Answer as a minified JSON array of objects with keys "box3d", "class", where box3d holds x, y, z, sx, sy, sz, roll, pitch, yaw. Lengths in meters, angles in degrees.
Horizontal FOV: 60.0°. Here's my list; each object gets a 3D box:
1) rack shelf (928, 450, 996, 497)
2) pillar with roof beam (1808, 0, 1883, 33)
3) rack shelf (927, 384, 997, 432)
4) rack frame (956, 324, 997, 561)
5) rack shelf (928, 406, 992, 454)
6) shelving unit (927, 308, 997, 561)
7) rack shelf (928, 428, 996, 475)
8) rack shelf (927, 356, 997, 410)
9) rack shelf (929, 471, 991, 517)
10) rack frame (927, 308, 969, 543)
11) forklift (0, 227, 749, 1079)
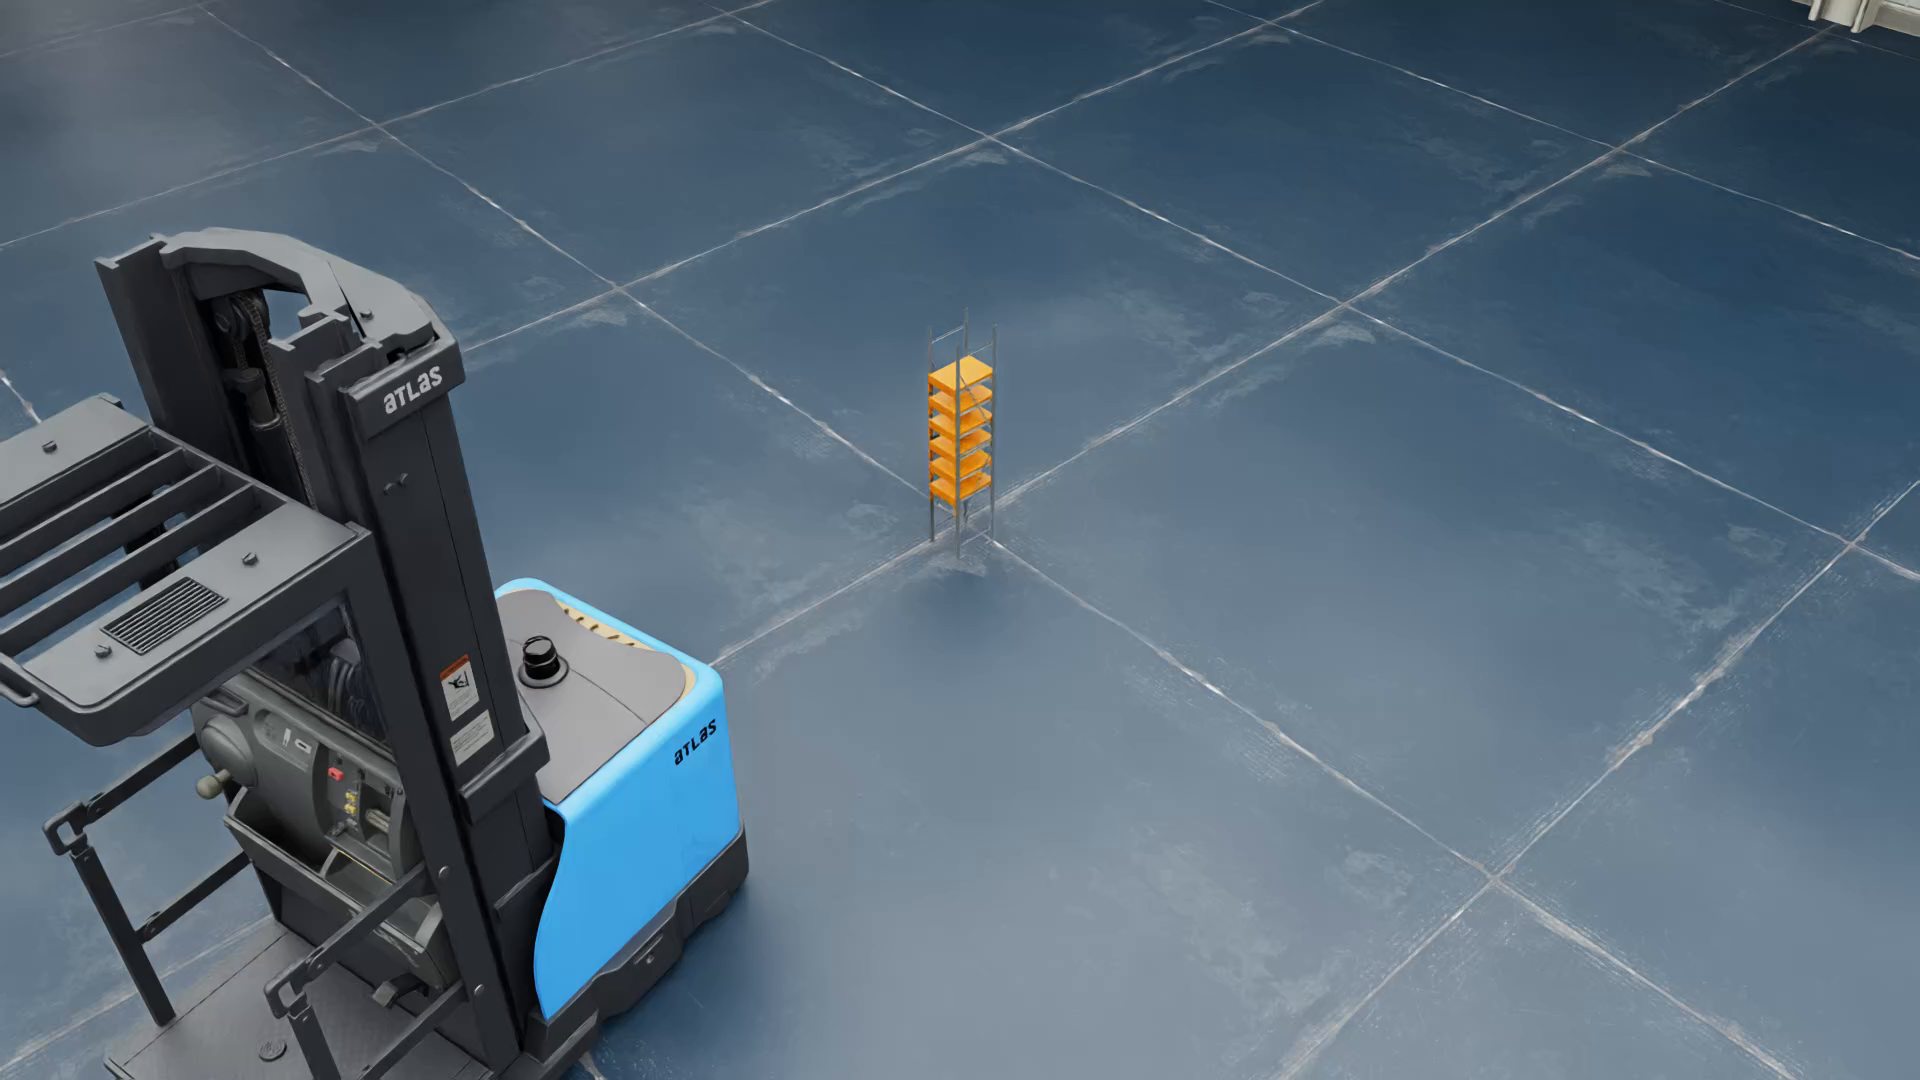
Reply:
[{"box3d":[0.010,-0.332,7.676,0.258,0.103,0.180,-30,48,-32],"class":"rack shelf"},{"box3d":[3.705,-5.723,7.882,9.100,9.000,0.400,-30,48,-32],"class":"pillar with roof beam"},{"box3d":[0.010,-0.612,7.450,0.258,0.103,0.180,-30,48,-32],"class":"rack shelf"},{"box3d":[0.072,-0.418,7.520,0.240,1.200,0.006,-30,48,-32],"class":"rack frame"},{"box3d":[0.010,-0.519,7.525,0.258,0.103,0.180,-30,48,-32],"class":"rack shelf"},{"box3d":[0.010,-0.460,7.573,0.258,1.200,0.189,-30,48,-32],"class":"shelving unit"},{"box3d":[0.010,-0.426,7.600,0.258,0.103,0.180,-30,48,-32],"class":"rack shelf"},{"box3d":[0.010,-0.706,7.374,0.258,0.103,0.180,-30,48,-32],"class":"rack shelf"},{"box3d":[0.010,-0.239,7.751,0.258,0.103,0.180,-30,48,-32],"class":"rack shelf"},{"box3d":[-0.052,-0.502,7.625,0.240,1.200,0.006,-30,48,-32],"class":"rack frame"},{"box3d":[-2.043,0.746,4.702,1.130,2.935,3.031,23,44,26],"class":"forklift"}]
